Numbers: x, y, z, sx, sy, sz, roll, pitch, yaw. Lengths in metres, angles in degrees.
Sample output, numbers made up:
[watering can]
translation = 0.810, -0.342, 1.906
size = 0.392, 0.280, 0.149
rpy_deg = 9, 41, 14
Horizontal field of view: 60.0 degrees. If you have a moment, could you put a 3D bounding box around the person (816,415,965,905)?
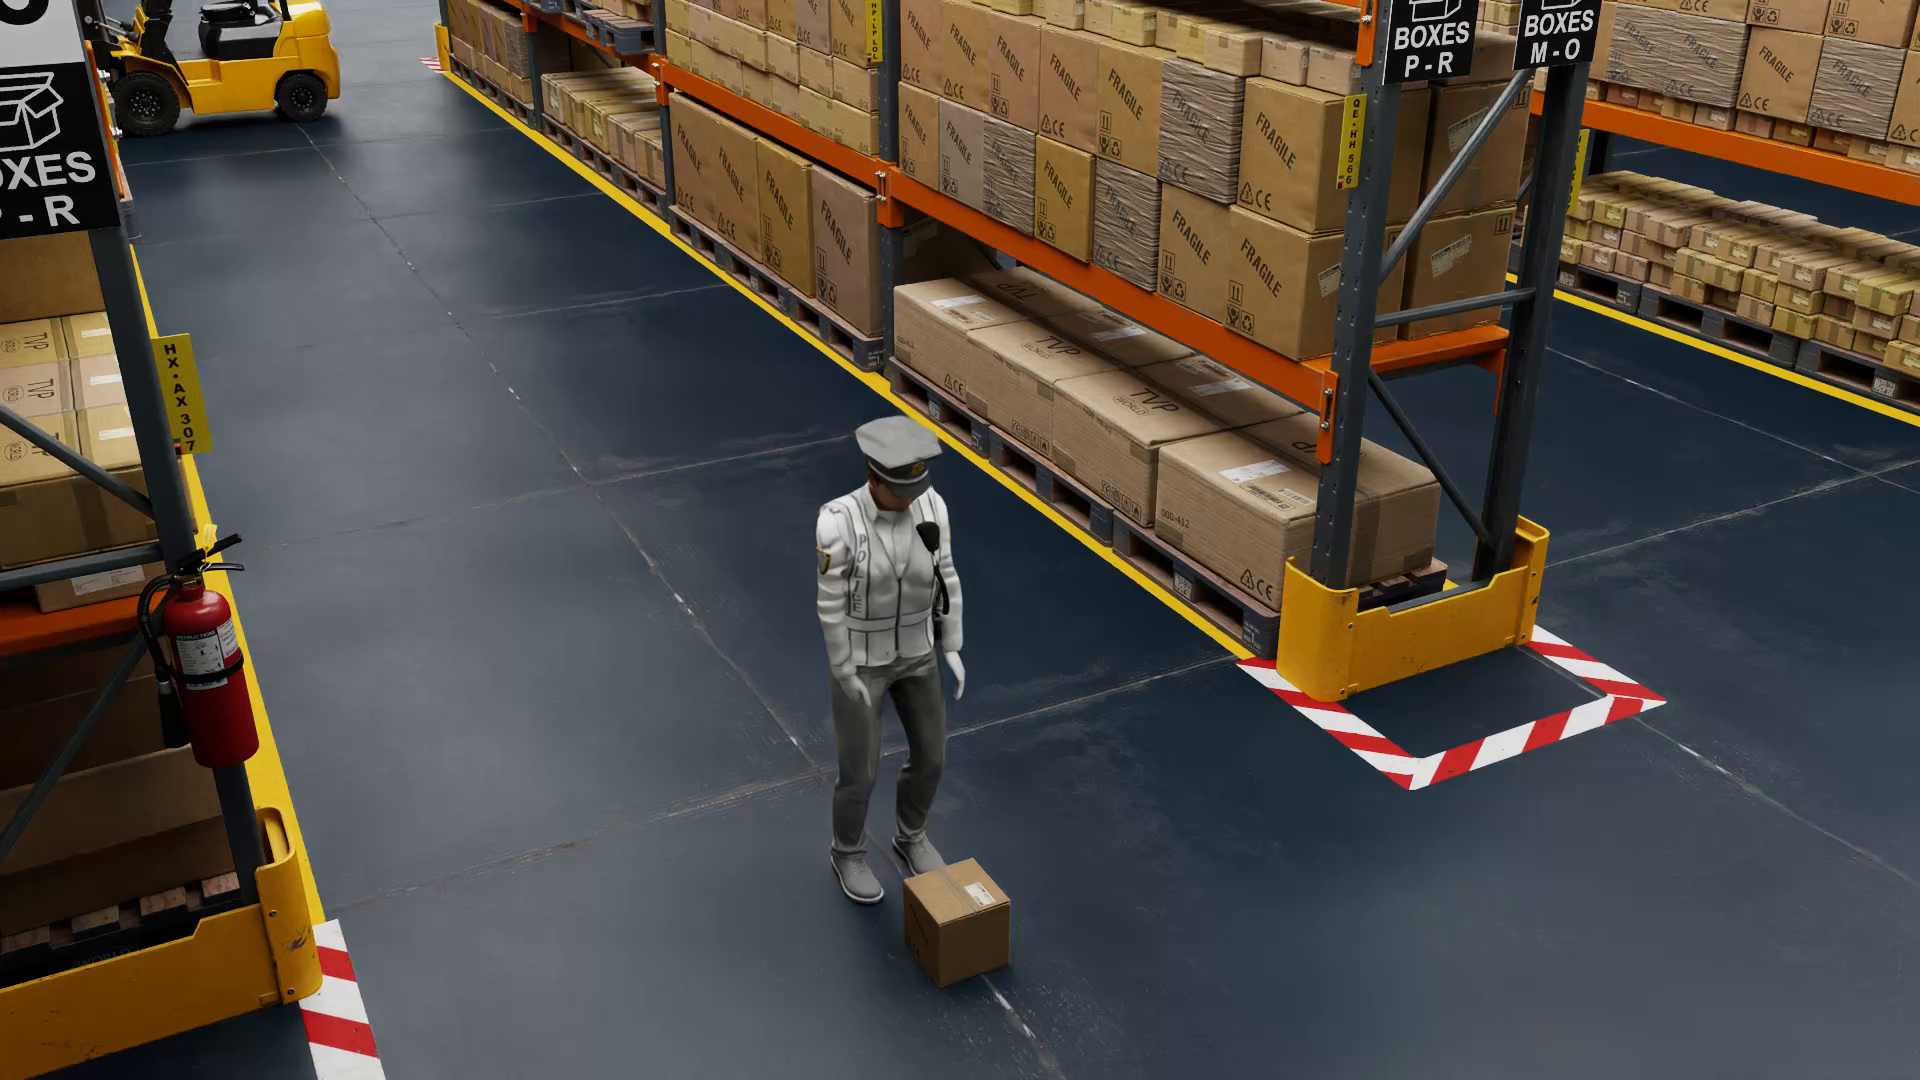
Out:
[person]
translation = -0.213, 0.391, 5.325
size = 0.485, 1.651, 0.381
rpy_deg = -12, 28, -24
